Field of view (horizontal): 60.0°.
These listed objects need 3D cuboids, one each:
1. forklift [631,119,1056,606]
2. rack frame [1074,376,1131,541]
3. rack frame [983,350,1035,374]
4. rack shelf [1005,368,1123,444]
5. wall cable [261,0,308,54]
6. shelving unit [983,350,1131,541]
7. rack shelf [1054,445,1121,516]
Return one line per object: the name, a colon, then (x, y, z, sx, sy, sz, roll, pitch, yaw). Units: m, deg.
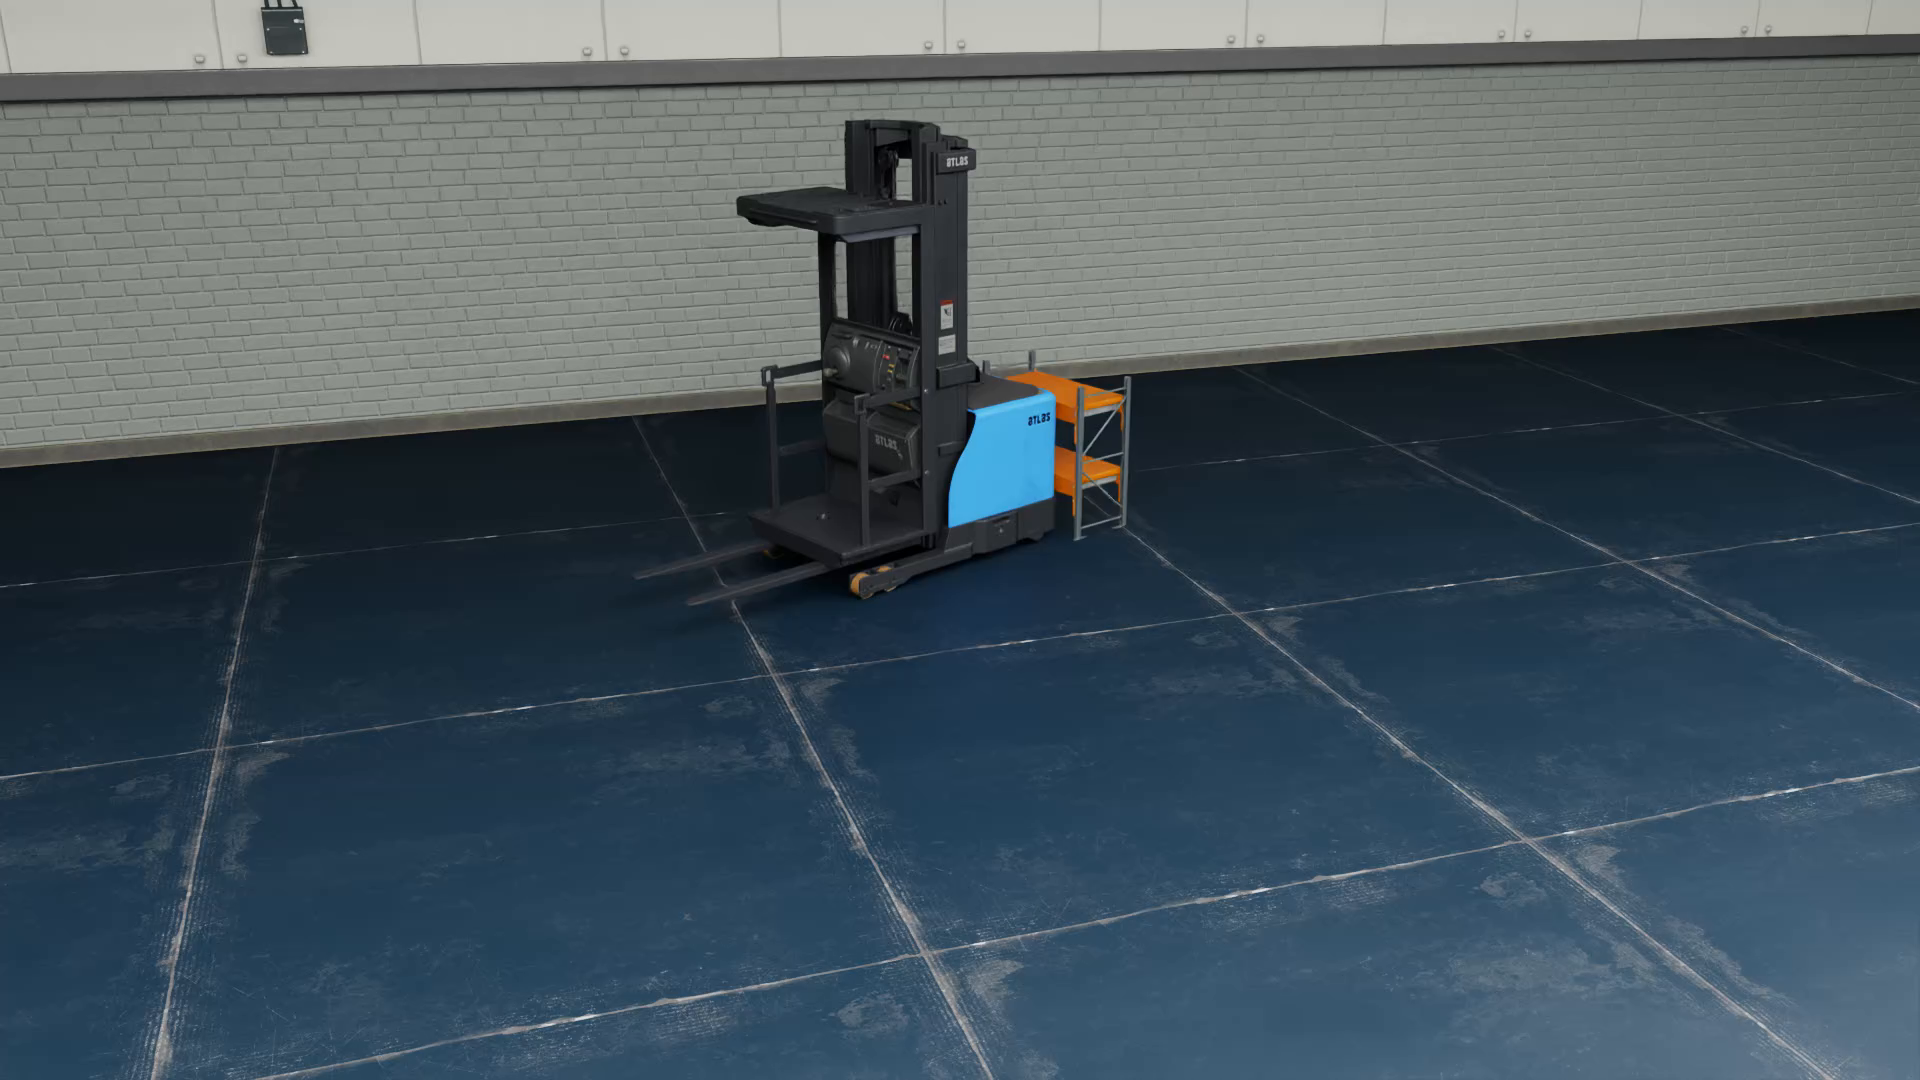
forklift: (-0.749, -1.196, 10.910, 3.031, 2.935, 1.130, -17, 26, -39)
rack frame: (1.016, -0.583, 11.876, 0.500, 1.125, 0.032, -16, 25, -37)
rack frame: (0.368, -0.848, 12.614, 0.500, 1.125, 0.032, -16, 25, -37)
rack shelf: (0.692, -0.991, 12.146, 0.538, 0.278, 1.000, -16, 25, -37)
wall cable: (-4.384, -6.789, 12.475, 2.305, 6.003, 0.169, -6, 21, -17)
shelving unit: (0.692, -0.716, 12.245, 0.538, 1.125, 1.048, -16, 25, -37)
rack shelf: (0.692, -0.486, 12.328, 0.538, 0.278, 1.000, -16, 25, -37)
